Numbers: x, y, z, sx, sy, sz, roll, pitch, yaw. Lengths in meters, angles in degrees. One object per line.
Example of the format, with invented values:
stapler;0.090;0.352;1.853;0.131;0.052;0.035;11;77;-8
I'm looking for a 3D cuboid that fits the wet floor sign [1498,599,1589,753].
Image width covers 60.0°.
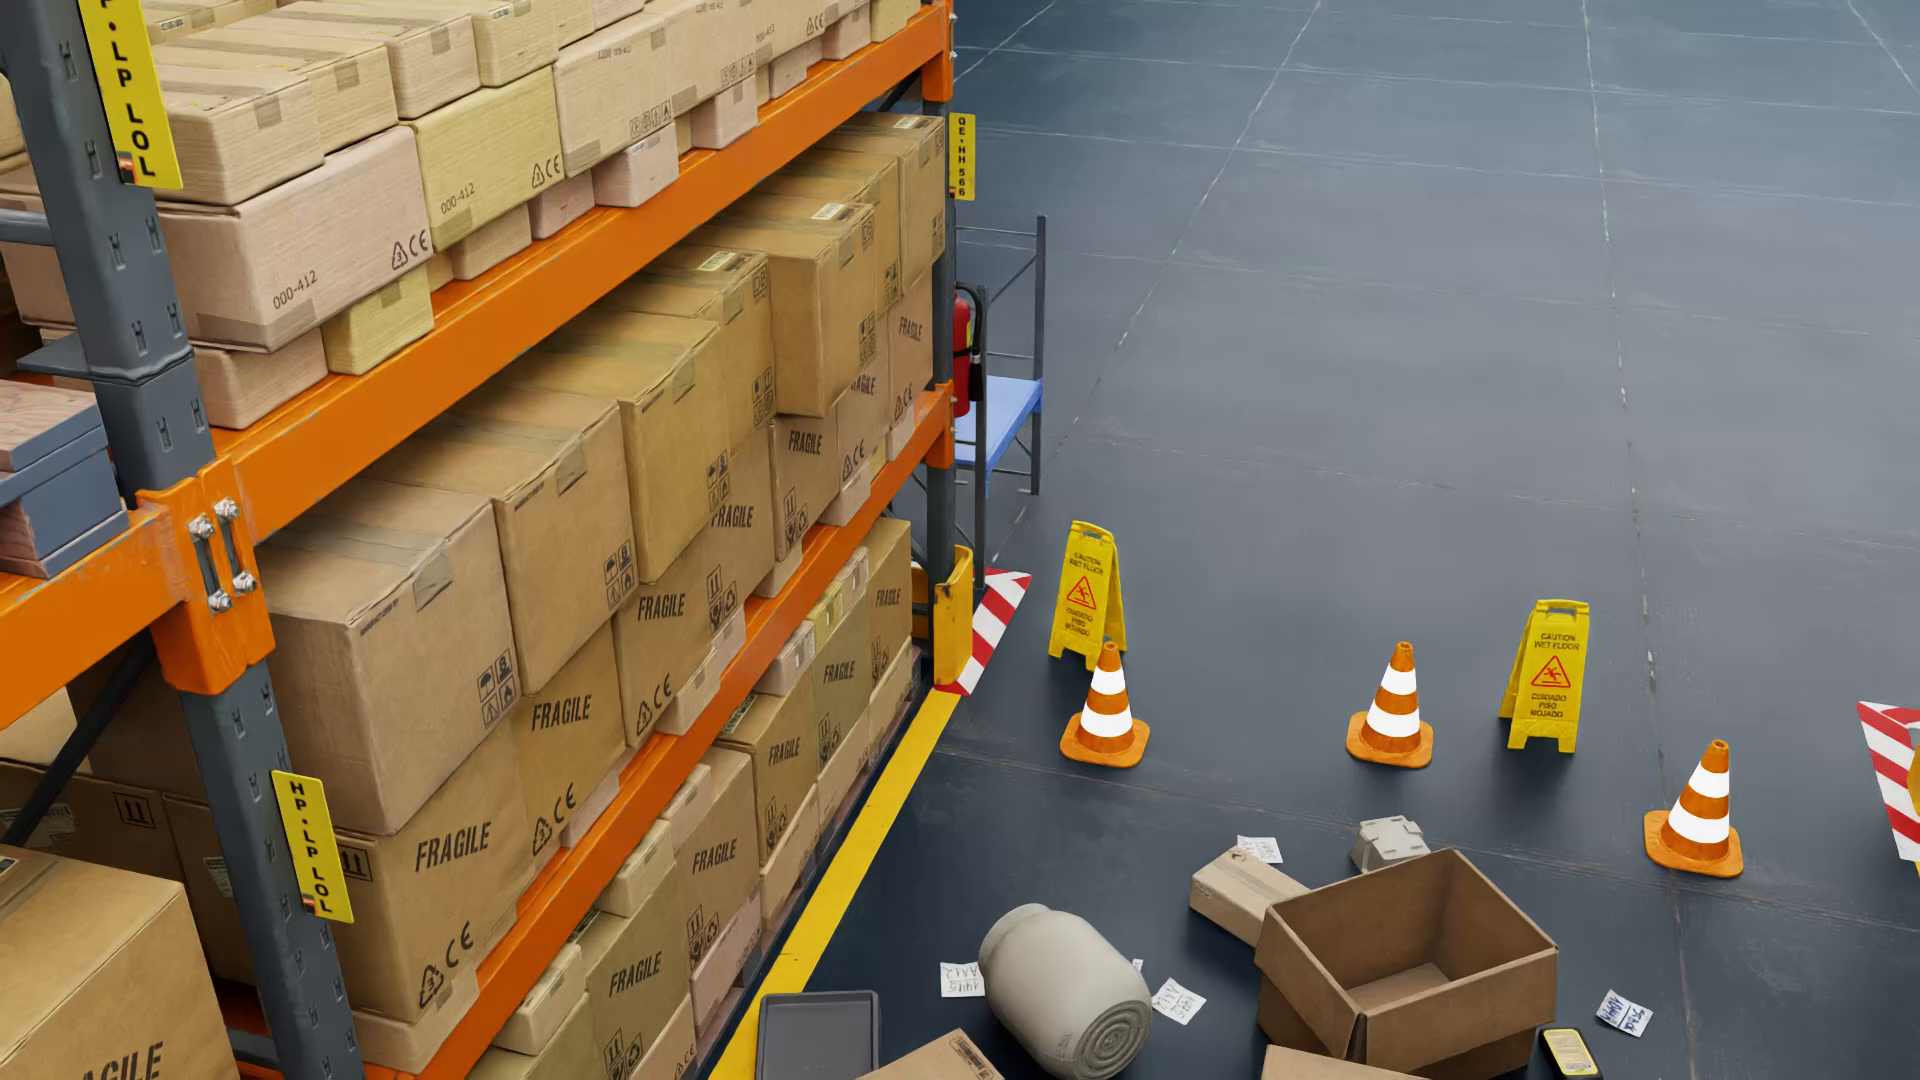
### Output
wet floor sign;2.361;0.515;6.661;0.267;0.644;0.232;3;29;6

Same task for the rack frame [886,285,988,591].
rack frame;-0.124;-0.459;7.532;0.500;1.500;0.032;8;30;15

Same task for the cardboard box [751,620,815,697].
cardboard box;-0.701;0.358;5.479;0.380;0.149;0.250;10;31;17

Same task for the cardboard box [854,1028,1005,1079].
cardboard box;-0.075;1.769;4.554;0.500;0.500;0.500;-17;34;-28

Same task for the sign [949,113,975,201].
sign;0.009;-1.433;6.225;0.100;0.325;0.005;8;30;15

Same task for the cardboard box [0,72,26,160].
cardboard box;-1.806;-0.747;2.859;0.380;0.149;0.250;9;30;16

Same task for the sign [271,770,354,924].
sign;-1.159;0.553;2.980;0.100;0.325;0.005;8;30;15

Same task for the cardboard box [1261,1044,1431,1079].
cardboard box;1.122;1.767;4.416;0.797;0.637;0.503;8;30;15

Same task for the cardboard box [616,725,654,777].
cardboard box;-1.063;0.500;4.525;0.380;0.149;0.250;8;30;15

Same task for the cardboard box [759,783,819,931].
cardboard box;-0.804;1.038;5.695;0.500;0.250;0.500;7;30;13

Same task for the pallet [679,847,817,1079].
pallet;-1.171;1.314;5.671;1.003;0.211;1.213;8;30;15

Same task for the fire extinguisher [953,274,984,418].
fire extinguisher;-0.042;-0.831;6.738;0.296;0.674;0.183;8;30;15

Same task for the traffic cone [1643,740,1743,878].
traffic cone;2.732;0.935;6.094;0.336;0.463;0.334;8;30;15

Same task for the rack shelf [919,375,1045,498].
rack shelf;0.025;-0.538;8.044;0.538;0.185;1.000;8;30;15

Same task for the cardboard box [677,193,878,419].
cardboard box;-0.664;-0.734;5.046;0.700;0.500;0.500;8;30;14

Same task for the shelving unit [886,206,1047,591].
shelving unit;0.025;-0.695;7.957;0.538;1.500;1.048;8;30;15

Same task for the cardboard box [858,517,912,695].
cardboard box;-0.502;0.222;6.390;0.500;0.500;0.500;9;30;15

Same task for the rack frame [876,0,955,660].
rack frame;-0.516;-0.878;6.742;1.000;3.000;0.127;8;30;15

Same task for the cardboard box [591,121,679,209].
cardboard box;-0.902;-0.916;3.984;0.380;0.149;0.250;8;30;14

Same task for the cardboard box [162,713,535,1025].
cardboard box;-1.295;0.643;3.600;0.500;0.500;0.500;8;30;15

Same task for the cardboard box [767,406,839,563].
cardboard box;-0.714;-0.296;5.287;0.500;0.500;0.500;8;30;15

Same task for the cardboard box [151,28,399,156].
cardboard box;-1.237;-0.793;2.943;0.380;0.149;0.250;9;30;16

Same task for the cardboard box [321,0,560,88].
cardboard box;-1.048;-1.033;3.374;0.380;0.149;0.250;8;30;14

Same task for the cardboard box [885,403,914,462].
cardboard box;-0.390;-0.430;6.196;0.380;0.149;0.250;8;30;14

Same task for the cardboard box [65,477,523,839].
cardboard box;-1.354;0.197;3.373;0.700;0.500;0.500;8;30;14

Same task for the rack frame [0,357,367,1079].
rack frame;-1.690;0.981;3.400;1.000;3.000;0.127;8;30;15

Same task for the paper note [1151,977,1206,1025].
paper note;0.717;1.522;5.495;0.148;0.019;0.142;20;35;32

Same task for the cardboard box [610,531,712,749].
cardboard box;-1.010;0.175;4.441;0.500;0.500;0.500;8;30;14

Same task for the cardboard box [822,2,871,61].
cardboard box;-0.506;-1.634;5.275;0.380;0.149;0.250;9;30;16

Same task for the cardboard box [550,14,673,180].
cardboard box;-0.997;-1.031;3.781;0.500;0.250;0.500;9;30;15

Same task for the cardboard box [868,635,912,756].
cardboard box;-0.503;0.566;6.544;0.500;0.250;0.500;8;30;15

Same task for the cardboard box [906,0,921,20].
cardboard box;-0.353;-1.873;5.704;0.380;0.149;0.250;9;30;15

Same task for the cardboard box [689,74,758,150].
cardboard box;-0.762;-1.153;4.410;0.380;0.149;0.250;8;30;14

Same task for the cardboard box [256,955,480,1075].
cardboard box;-1.291;0.990;3.642;0.380;0.149;0.250;8;30;15

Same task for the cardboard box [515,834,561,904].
cardboard box;-1.218;0.738;4.097;0.380;0.149;0.250;8;30;15

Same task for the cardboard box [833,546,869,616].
cardboard box;-0.545;0.119;5.908;0.380;0.149;0.250;9;30;16

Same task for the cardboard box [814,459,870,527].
cardboard box;-0.532;-0.190;5.764;0.380;0.149;0.250;9;30;16

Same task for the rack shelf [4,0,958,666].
rack shelf;-1.103;-0.945;4.517;1.077;0.370;4.000;8;30;15

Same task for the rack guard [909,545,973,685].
rack guard;-0.538;0.250;7.286;1.175;0.500;0.348;8;30;15

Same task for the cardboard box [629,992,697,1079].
cardboard box;-1.113;1.514;4.839;0.500;0.250;0.500;10;31;18

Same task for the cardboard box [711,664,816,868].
cardboard box;-0.807;0.699;5.533;0.500;0.500;0.500;8;30;14

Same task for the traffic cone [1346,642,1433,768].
traffic cone;1.752;0.615;6.668;0.336;0.463;0.334;8;30;15

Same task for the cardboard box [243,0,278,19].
cardboard box;-1.690;-1.126;3.541;0.380;0.149;0.250;9;30;16

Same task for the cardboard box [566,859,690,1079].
cardboard box;-1.113;1.186;4.658;0.500;0.500;0.500;10;31;17

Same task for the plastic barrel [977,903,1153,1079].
plastic barrel;0.325;1.424;5.255;0.421;0.421;0.512;-17;34;-28

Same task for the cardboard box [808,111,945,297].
cardboard box;-0.457;-1.220;5.920;0.700;0.500;0.500;8;30;14

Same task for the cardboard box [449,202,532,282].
cardboard box;-1.155;-0.685;3.569;0.380;0.149;0.250;9;30;16

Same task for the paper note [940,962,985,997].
paper note;0.008;1.470;5.577;0.142;0.019;0.148;-1;29;-3

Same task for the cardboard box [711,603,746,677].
cardboard box;-0.859;0.276;4.926;0.380;0.149;0.250;8;30;15

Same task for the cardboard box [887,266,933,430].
cardboard box;-0.412;-0.760;6.121;0.500;0.500;0.500;8;30;14

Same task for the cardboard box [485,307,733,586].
cardboard box;-1.010;-0.267;4.206;0.700;0.500;0.500;8;30;14

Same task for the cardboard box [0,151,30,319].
cardboard box;-1.817;-0.638;3.075;0.500;0.250;0.500;8;30;14

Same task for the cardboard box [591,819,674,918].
cardboard box;-1.016;0.864;4.569;0.380;0.149;0.250;10;31;17

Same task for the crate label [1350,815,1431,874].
crate label;1.580;1.132;6.075;0.250;0.136;0.298;-6;30;-11

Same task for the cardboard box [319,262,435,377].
cardboard box;-1.231;-0.443;3.134;0.380;0.149;0.250;9;30;15

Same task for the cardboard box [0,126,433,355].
cardboard box;-1.299;-0.559;2.933;0.500;0.250;0.500;8;30;14

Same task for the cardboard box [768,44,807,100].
cardboard box;-0.671;-1.403;4.860;0.380;0.149;0.250;8;30;14

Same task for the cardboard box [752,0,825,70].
cardboard box;-0.705;-1.501;4.626;0.500;0.250;0.500;9;30;16

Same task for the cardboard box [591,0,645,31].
cardboard box;-0.956;-1.281;3.820;0.380;0.149;0.250;8;30;14
